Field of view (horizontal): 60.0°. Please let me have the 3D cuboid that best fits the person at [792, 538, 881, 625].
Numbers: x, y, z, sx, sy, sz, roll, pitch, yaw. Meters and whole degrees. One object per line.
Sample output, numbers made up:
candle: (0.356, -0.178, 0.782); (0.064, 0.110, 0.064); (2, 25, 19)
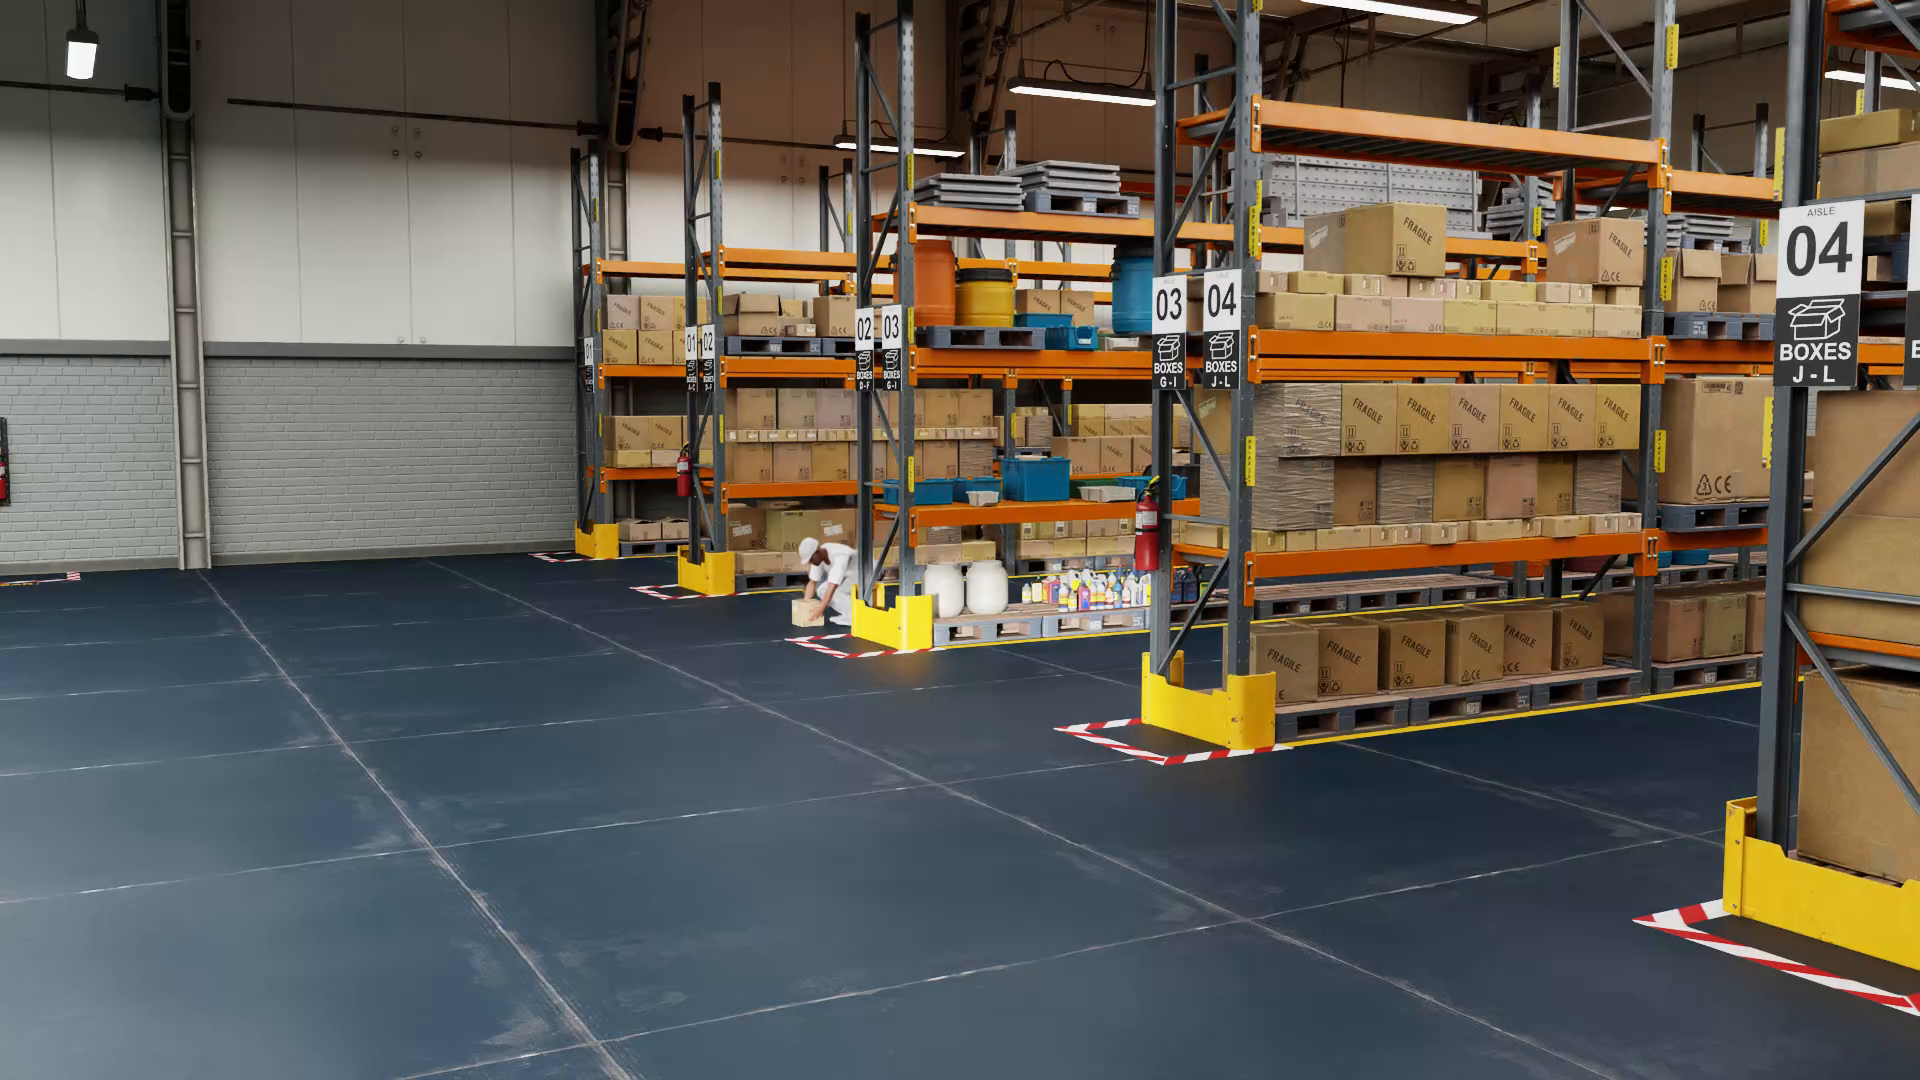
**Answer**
person: (-1.260, 0.419, 17.197); (0.900, 0.924, 0.587); (-3, 6, -29)
